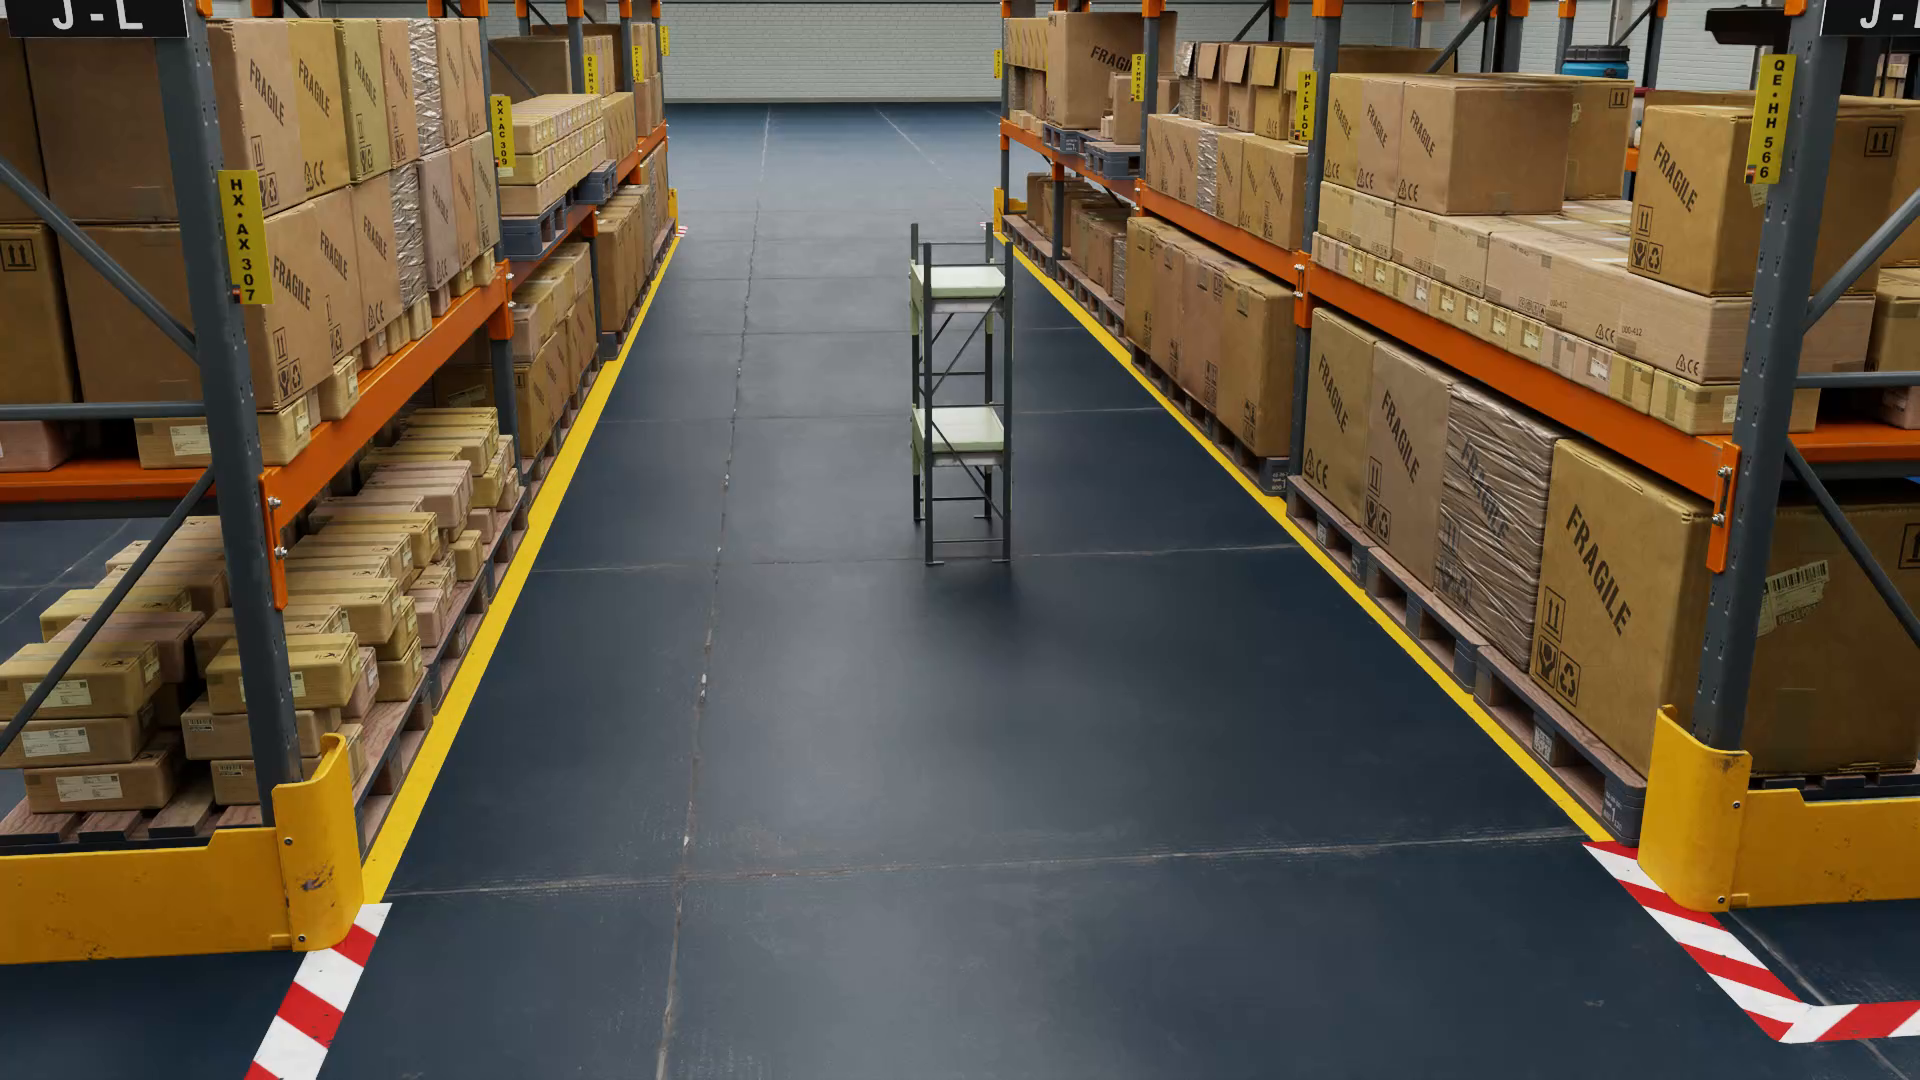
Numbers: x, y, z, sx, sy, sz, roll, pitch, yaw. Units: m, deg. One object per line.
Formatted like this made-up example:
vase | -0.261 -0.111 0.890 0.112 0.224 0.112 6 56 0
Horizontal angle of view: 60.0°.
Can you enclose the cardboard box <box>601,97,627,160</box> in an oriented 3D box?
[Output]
cardboard box | -3.113 -3.488 14.111 0.500 0.500 0.500 -2 17 -5

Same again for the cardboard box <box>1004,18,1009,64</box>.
cardboard box | 0.780 -5.697 18.984 0.500 0.500 0.500 -2 18 -6

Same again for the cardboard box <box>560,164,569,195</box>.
cardboard box | -2.403 -2.024 9.336 0.380 0.149 0.250 -3 18 -8

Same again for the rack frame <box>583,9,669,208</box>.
rack frame | -3.950 -5.080 19.350 1.000 3.000 0.127 -2 18 -6

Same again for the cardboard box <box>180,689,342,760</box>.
cardboard box | -2.098 0.541 5.008 0.380 0.149 0.250 -1 17 -3

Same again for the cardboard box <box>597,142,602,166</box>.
cardboard box | -2.593 -2.570 11.074 0.380 0.149 0.250 -2 18 -6

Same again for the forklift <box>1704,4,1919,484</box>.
forklift | 4.522 -1.706 8.717 1.130 2.935 3.031 -2 18 -7

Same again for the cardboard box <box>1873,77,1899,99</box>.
cardboard box | 10.988 -5.112 19.285 0.700 0.500 0.500 -2 18 -5

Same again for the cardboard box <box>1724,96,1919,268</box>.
cardboard box | 2.812 -1.165 5.380 0.500 0.500 0.500 -2 18 -7

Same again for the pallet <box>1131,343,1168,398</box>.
pallet | 1.825 -1.252 11.812 1.003 0.211 1.213 -2 18 -6

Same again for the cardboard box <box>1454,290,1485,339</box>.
cardboard box | 2.122 -0.868 6.352 0.380 0.149 0.250 -1 17 -5

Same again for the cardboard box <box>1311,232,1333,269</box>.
cardboard box | 1.931 -1.410 8.078 0.380 0.149 0.250 -2 18 -6

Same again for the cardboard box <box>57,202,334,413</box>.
cardboard box | -2.071 -0.645 4.560 0.500 0.500 0.500 -1 17 -3

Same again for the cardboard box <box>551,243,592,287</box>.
cardboard box | -2.794 -1.866 11.334 0.500 0.250 0.500 -2 18 -7

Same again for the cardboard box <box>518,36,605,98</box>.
cardboard box | -3.374 -3.961 13.951 0.700 0.500 0.500 -2 18 -5

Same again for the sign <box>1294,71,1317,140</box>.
sign | 1.693 -2.123 8.130 0.100 0.325 0.005 -2 18 -6

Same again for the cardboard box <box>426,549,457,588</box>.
cardboard box | -2.266 0.150 6.751 0.380 0.149 0.250 -1 17 -5

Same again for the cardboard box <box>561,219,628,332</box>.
cardboard box | -3.098 -2.008 12.619 1.050 0.750 0.750 -2 18 -6

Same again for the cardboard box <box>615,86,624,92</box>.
cardboard box | -3.587 -4.069 15.880 0.875 0.550 0.550 -2 18 -6

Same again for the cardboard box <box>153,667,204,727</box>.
cardboard box | -2.611 0.477 5.212 0.380 0.149 0.250 -2 18 -7

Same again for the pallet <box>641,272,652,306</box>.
pallet | -3.383 -2.330 15.247 1.003 0.211 1.213 -2 18 -6

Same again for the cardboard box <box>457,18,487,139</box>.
cardboard box | -2.395 -2.040 7.333 0.500 0.500 0.500 -2 18 -8

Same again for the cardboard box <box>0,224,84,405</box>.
cardboard box | -2.602 -0.628 4.508 0.500 0.500 0.500 -1 17 -5

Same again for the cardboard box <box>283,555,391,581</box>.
cardboard box | -2.170 0.168 5.700 0.380 0.149 0.250 -3 18 -8

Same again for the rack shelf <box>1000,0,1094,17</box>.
rack shelf | 1.200 -5.695 17.503 1.077 0.370 4.000 -2 18 -6

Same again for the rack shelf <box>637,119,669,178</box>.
rack shelf | -3.744 -4.141 17.560 1.077 0.370 4.000 -2 18 -6

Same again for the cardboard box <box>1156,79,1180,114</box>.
cardboard box | 1.724 -3.227 12.581 0.500 0.500 0.500 -4 18 -12

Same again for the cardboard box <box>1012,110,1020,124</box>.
cardboard box | 0.804 -4.841 19.008 0.380 0.149 0.250 -2 18 -6

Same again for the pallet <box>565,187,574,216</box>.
pallet | -2.880 -2.016 9.912 1.003 0.211 1.213 -2 18 -6

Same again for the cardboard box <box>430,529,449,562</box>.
cardboard box | -2.297 -0.010 6.762 0.380 0.149 0.250 -3 18 -8

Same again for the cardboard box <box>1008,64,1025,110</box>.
cardboard box | 1.023 -5.228 19.158 0.875 0.500 0.500 -2 18 -6

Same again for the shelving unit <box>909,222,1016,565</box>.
shelving unit | -0.001 -0.718 7.959 0.431 1.500 0.755 -2 18 -6

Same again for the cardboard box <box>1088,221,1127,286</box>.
cardboard box | 1.537 -2.536 14.684 0.700 0.500 0.500 -3 18 -10

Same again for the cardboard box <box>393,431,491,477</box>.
cardboard box | -2.318 -0.382 7.451 0.380 0.149 0.250 -2 18 -6

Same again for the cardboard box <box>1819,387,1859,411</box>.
cardboard box | 2.908 -0.509 5.209 0.380 0.149 0.250 -2 18 -6

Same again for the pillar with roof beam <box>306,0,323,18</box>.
pillar with roof beam | -13.437 -16.440 45.520 9.100 9.000 0.400 -2 18 -6

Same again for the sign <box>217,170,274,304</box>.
sign | -1.760 -0.743 4.090 0.100 0.325 0.005 -2 18 -6

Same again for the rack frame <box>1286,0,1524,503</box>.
rack frame | 2.232 -1.628 8.354 1.000 3.000 0.127 -2 18 -6

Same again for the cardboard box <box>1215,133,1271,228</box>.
cardboard box | 1.807 -2.109 9.722 0.500 0.500 0.500 -2 18 -6

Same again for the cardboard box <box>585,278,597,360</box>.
cardboard box | -2.797 -1.516 11.471 0.500 0.500 0.500 -2 18 -6

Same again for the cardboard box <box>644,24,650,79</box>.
cardboard box | -3.695 -5.069 17.262 0.875 0.550 0.500 -2 18 -6

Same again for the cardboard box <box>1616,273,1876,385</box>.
cardboard box | 2.330 -0.643 4.970 0.500 0.250 0.500 -2 18 -7

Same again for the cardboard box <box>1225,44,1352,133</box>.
cardboard box | 2.018 -2.734 10.035 0.797 0.503 0.637 -1 17 -4

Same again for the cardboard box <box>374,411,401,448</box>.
cardboard box | -2.883 -0.520 7.890 0.380 0.149 0.250 -1 17 -3

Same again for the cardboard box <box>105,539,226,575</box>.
cardboard box | -2.775 0.106 5.897 0.380 0.149 0.250 -1 17 -4

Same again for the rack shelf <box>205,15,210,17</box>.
rack shelf | -8.657 -5.389 16.527 1.077 0.370 4.000 -2 18 -6

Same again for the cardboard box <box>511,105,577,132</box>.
cardboard box | -2.461 -2.466 9.749 0.380 0.149 0.250 -1 17 -4

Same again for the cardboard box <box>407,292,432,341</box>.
cardboard box | -2.217 -0.843 6.275 0.380 0.149 0.250 -1 17 -5

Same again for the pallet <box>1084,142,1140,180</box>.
pallet | 1.640 -2.937 12.845 1.213 0.211 1.003 -2 18 -6

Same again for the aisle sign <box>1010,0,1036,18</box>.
aisle sign | 0.689 -6.453 19.382 0.394 0.787 0.004 -2 18 -6

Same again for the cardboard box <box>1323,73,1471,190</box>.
cardboard box | 2.027 -1.905 7.740 0.500 0.500 0.500 -2 18 -6

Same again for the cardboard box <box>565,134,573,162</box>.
cardboard box | -2.436 -2.249 9.556 0.380 0.149 0.250 -2 18 -7

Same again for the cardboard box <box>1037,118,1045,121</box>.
cardboard box | 1.012 -4.320 17.350 0.380 0.149 0.250 -2 18 -6

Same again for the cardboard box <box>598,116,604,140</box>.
cardboard box | -2.621 -2.786 11.264 0.380 0.149 0.250 -1 17 -5
